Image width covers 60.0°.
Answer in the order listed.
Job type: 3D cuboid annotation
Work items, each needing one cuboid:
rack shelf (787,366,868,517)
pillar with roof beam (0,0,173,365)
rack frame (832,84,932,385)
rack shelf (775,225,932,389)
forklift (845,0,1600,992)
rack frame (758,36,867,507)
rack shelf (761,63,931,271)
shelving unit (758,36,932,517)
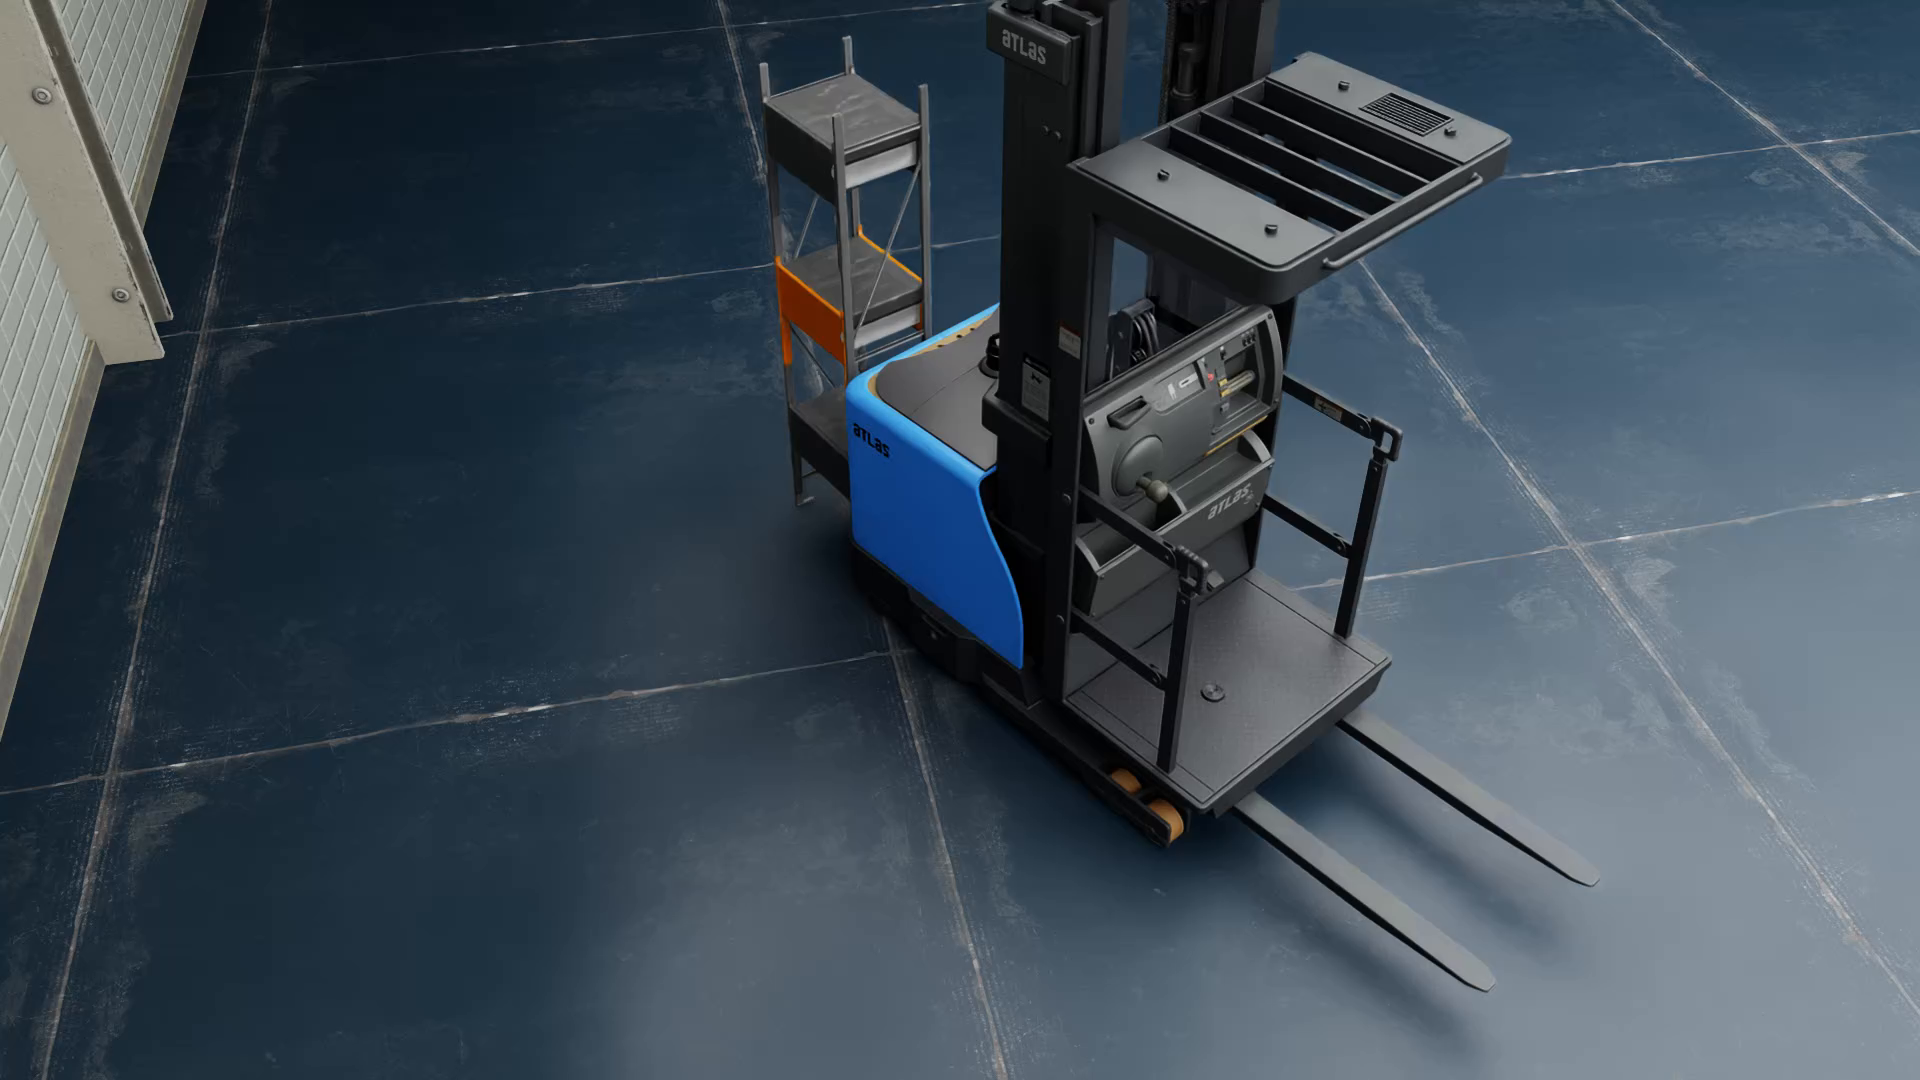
[{"bbox_3d":[-0.423,-0.351,7.138,0.431,0.518,0.480,-26,48,-27],"label":"rack shelf"},{"bbox_3d":[0.047,-4.994,6.098,9.100,9.000,0.400,-8,42,-9],"label":"pillar with roof beam"},{"bbox_3d":[-0.277,-0.754,6.518,0.400,2.100,0.015,-26,48,-27],"label":"rack frame"},{"bbox_3d":[-0.423,-0.874,6.674,0.431,0.518,0.480,-26,48,-27],"label":"rack shelf"},{"bbox_3d":[0.906,-0.383,5.473,1.130,2.935,3.031,-31,50,-30],"label":"forklift"},{"bbox_3d":[-0.569,-1.014,6.811,0.400,2.100,0.015,-26,48,-27],"label":"rack frame"},{"bbox_3d":[-0.423,-1.398,6.209,0.431,0.518,0.480,-26,48,-27],"label":"rack shelf"},{"bbox_3d":[-0.423,-0.884,6.665,0.431,2.100,0.503,-26,48,-27],"label":"shelving unit"}]
